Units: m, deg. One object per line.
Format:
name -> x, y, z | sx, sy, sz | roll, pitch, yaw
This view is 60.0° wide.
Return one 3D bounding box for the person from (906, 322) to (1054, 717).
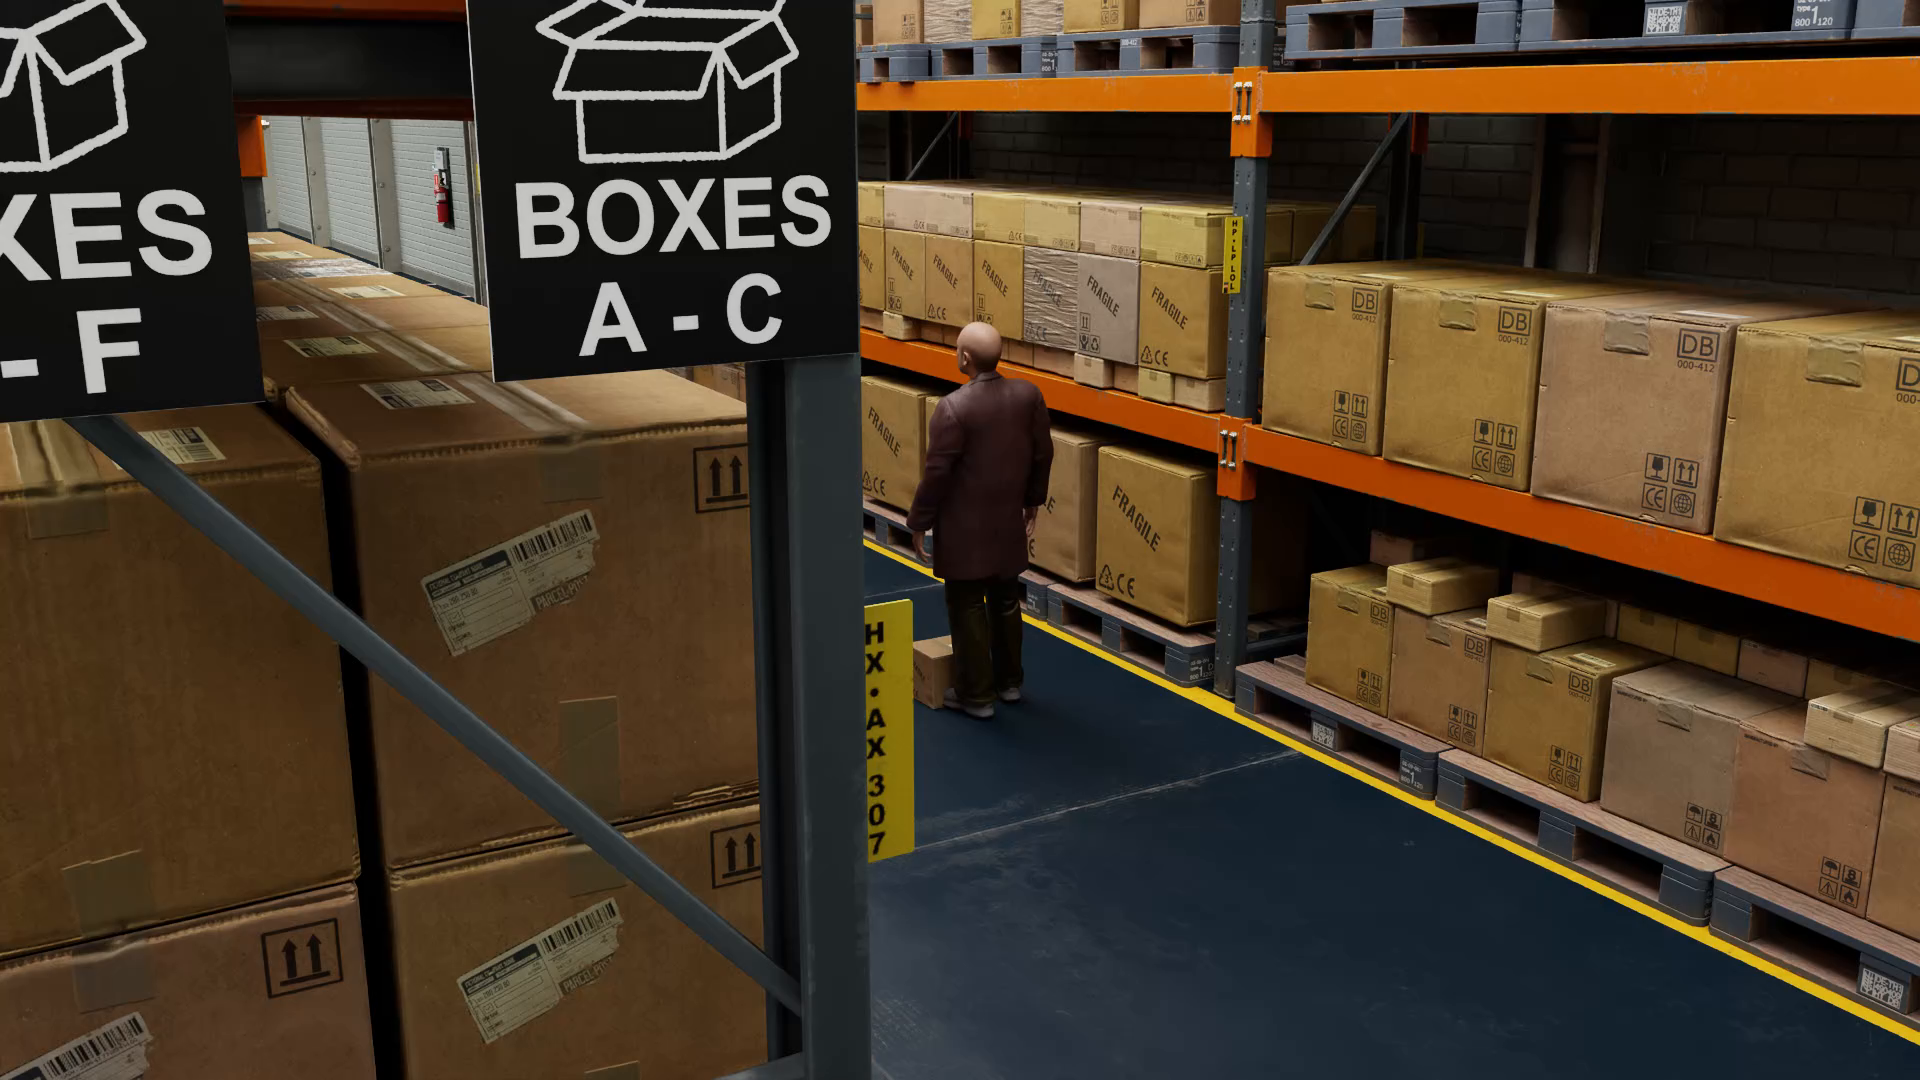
person -> 0.041, -0.099, 7.386 | 0.695, 1.776, 0.582 | -8, 17, -29
